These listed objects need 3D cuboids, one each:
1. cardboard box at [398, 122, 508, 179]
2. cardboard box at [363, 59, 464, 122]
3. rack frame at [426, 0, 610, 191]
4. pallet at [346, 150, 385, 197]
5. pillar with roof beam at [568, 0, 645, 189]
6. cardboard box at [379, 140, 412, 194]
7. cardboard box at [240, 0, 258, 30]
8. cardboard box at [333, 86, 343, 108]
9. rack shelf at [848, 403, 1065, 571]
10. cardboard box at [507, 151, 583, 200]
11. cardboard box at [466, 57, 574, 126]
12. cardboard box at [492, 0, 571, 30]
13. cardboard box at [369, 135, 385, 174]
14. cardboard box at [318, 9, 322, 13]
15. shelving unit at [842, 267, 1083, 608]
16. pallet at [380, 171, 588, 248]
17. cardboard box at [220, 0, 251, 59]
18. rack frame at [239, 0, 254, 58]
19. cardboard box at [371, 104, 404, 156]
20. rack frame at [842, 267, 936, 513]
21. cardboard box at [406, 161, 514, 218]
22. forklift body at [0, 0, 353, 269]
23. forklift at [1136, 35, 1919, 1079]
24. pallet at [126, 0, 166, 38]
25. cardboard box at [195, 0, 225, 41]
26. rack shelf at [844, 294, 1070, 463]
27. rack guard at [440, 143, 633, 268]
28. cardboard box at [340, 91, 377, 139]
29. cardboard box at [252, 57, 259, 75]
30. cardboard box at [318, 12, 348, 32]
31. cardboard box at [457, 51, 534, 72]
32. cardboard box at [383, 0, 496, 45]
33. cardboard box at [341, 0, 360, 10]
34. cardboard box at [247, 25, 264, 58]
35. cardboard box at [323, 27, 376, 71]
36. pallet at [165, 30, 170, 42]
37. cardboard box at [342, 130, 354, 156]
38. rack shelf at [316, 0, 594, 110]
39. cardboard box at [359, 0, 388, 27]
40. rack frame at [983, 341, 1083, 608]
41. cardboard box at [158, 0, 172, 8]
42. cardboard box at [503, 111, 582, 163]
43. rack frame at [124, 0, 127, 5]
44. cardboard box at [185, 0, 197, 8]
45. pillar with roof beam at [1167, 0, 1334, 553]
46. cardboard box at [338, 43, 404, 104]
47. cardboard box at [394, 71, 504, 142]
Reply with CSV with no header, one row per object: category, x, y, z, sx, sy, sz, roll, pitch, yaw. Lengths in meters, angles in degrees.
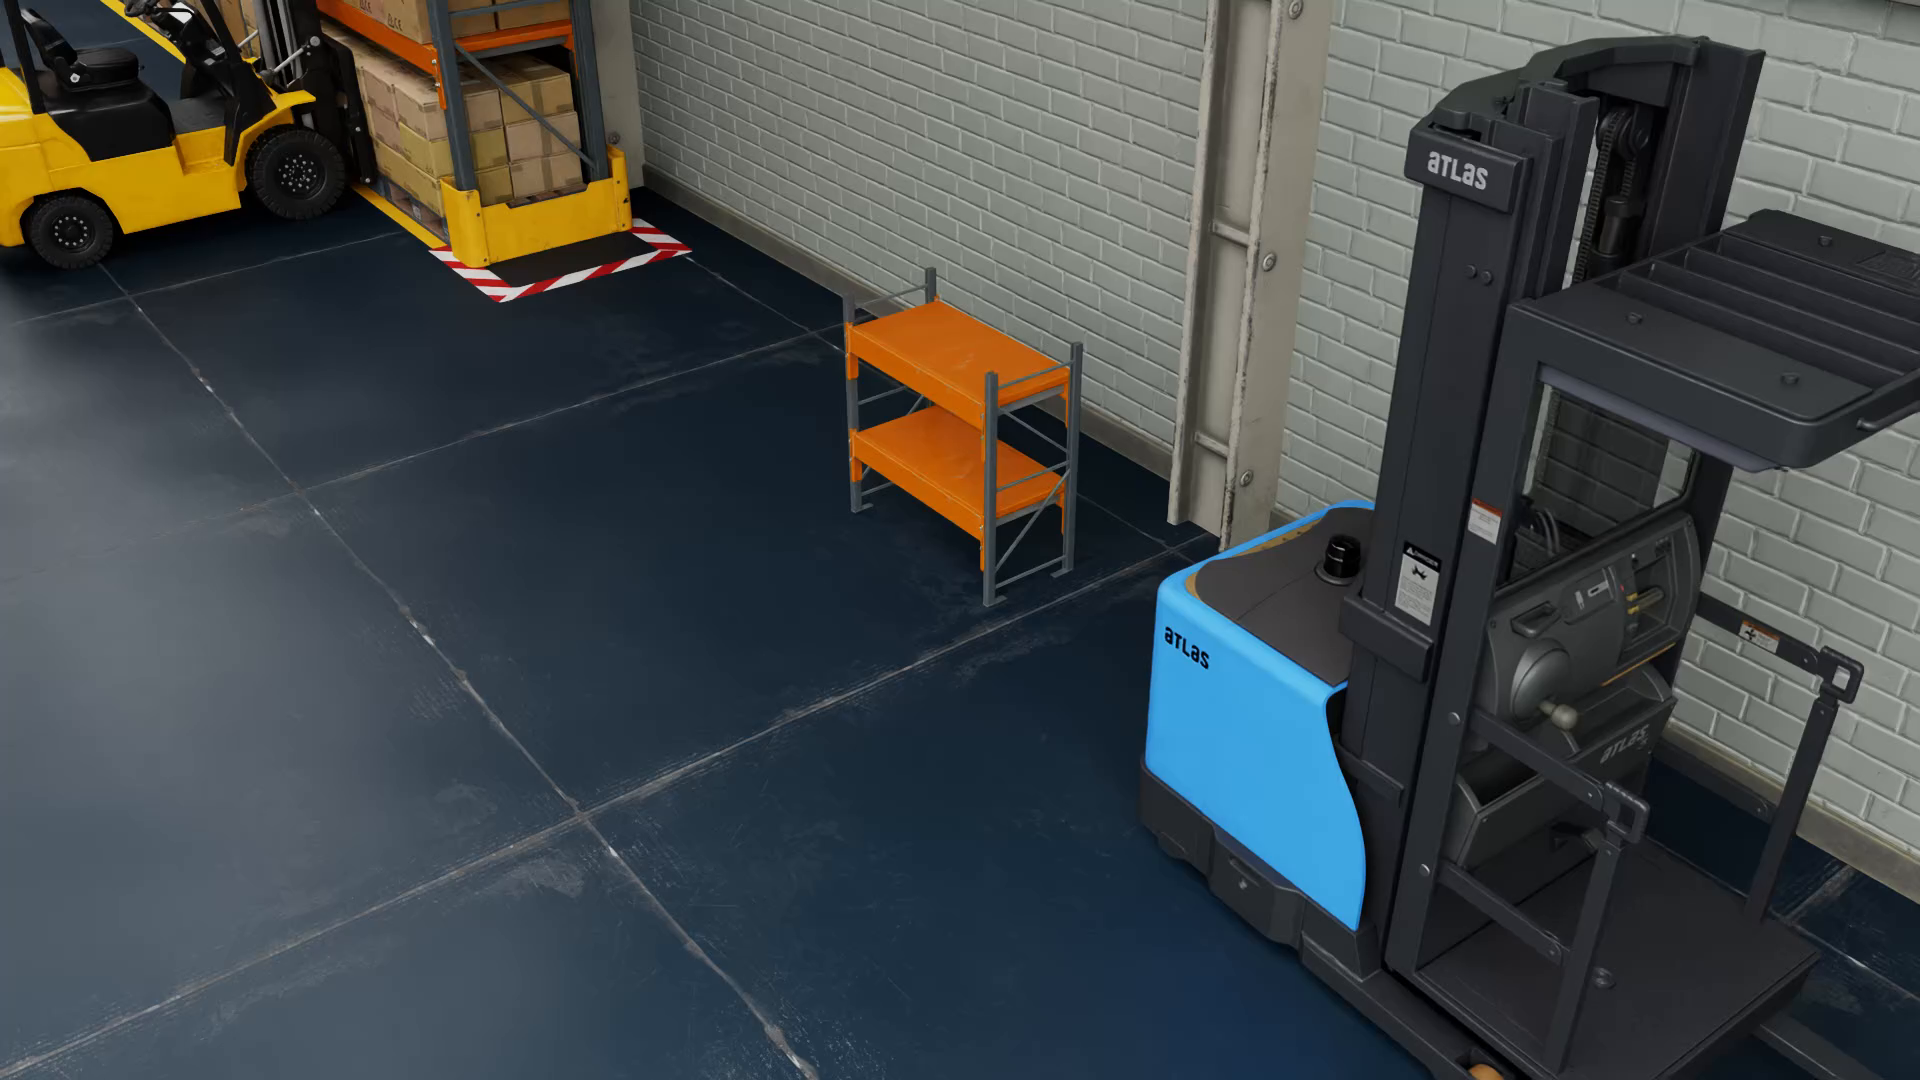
cardboard box,-3.287,-2.577,10.790,0.500,0.250,0.500,-23,38,-32
cardboard box,-3.588,-2.989,10.981,0.500,0.250,0.500,-22,38,-31
rack frame,-2.742,-3.252,10.144,1.000,3.000,0.127,-22,38,-31
pallet,-3.988,-2.881,12.189,1.003,0.211,1.213,-22,38,-31
pillar with roof beam,-5.857,-4.990,7.255,9.100,9.000,0.400,-22,38,-31
cardboard box,-3.577,-2.567,11.248,0.500,0.250,0.500,-22,38,-31
cardboard box,-5.146,-4.051,12.690,0.500,0.250,0.500,-23,39,-32
cardboard box,-4.223,-3.207,11.805,0.500,0.250,0.500,-22,38,-32
rack shelf,-0.004,-0.273,7.587,0.538,0.278,1.000,-22,38,-31
cardboard box,-2.888,-2.531,11.190,0.500,0.250,0.500,-22,38,-31
cardboard box,-2.887,-2.949,10.916,0.500,0.250,0.500,-23,39,-32
cardboard box,-2.826,-3.591,10.594,0.500,0.500,0.500,-21,37,-30
cardboard box,-3.876,-2.778,11.588,0.500,0.250,0.500,-22,38,-31
cardboard box,-4.840,-3.835,12.342,0.500,0.250,0.500,-22,38,-31
shelving unit,-0.004,-0.481,7.458,0.538,1.125,1.048,-22,38,-31
pallet,-3.244,-2.373,11.371,1.003,0.211,1.213,-22,38,-31
cardboard box,-5.523,-4.303,13.688,0.875,0.625,0.625,-20,37,-29
rack frame,-5.194,-4.919,12.828,1.000,3.000,0.127,-22,38,-31
cardboard box,-3.586,-2.789,11.132,0.500,0.250,0.500,-23,38,-32
rack frame,-0.316,-0.693,7.799,0.500,1.125,0.032,-22,38,-31
cardboard box,-3.279,-2.356,10.909,0.500,0.250,0.500,-22,38,-31
forklift body,-5.345,-3.092,10.690,2.313,2.155,1.214,-22,38,-31
forklift,1.911,0.277,4.525,1.130,2.935,3.031,-21,38,-30
pallet,-7.173,-5.046,15.675,1.003,0.211,1.213,-22,38,-31
cardboard box,-5.993,-4.629,14.212,0.875,0.625,0.625,-23,38,-32
rack shelf,-0.004,-0.729,7.303,0.538,0.278,1.000,-22,38,-31
rack guard,-2.727,-2.180,10.787,1.175,0.500,0.348,-22,38,-31
cardboard box,-3.919,-2.998,11.468,0.500,0.250,0.500,-23,39,-32
cardboard box,-5.159,-3.621,12.945,0.500,0.250,0.500,-22,38,-31
cardboard box,-4.526,-3.631,12.014,0.500,0.250,0.500,-21,37,-30
cardboard box,-3.196,-3.156,11.249,0.500,0.250,0.500,-22,38,-31
cardboard box,-3.251,-3.415,10.311,0.500,0.500,0.500,-23,39,-32
cardboard box,-3.876,-3.848,11.007,0.500,0.500,0.500,-23,39,-32
cardboard box,-5.142,-3.841,12.825,0.500,0.250,0.500,-22,38,-32
cardboard box,-4.210,-3.410,11.658,0.500,0.250,0.500,-23,39,-32
pallet,-6.429,-4.538,14.857,1.003,0.211,1.213,-22,38,-31
cardboard box,-4.213,-2.987,11.925,0.500,0.250,0.500,-21,38,-30
rack shelf,-3.968,-3.780,11.675,1.077,0.370,4.000,-22,38,-31
cardboard box,-3.562,-3.634,10.664,0.500,0.500,0.500,-21,38,-30
rack frame,0.308,-0.269,7.117,0.500,1.125,0.032,-22,38,-31
cardboard box,-6.869,-5.222,15.167,0.875,0.625,0.625,-21,37,-30
cardboard box,-2.866,-2.738,11.050,0.500,0.250,0.500,-21,38,-31
rack frame,-7.647,-6.586,15.512,1.000,3.000,0.127,-22,38,-31
cardboard box,-6.456,-4.941,14.716,0.875,0.625,0.625,-24,39,-33
pillar with roof beam,-2.178,-2.489,3.229,9.100,9.000,0.400,-22,38,-31
cardboard box,-3.905,-3.196,11.314,0.500,0.250,0.500,-22,38,-31
cardboard box,-3.270,-2.778,10.641,0.500,0.250,0.500,-21,37,-30
